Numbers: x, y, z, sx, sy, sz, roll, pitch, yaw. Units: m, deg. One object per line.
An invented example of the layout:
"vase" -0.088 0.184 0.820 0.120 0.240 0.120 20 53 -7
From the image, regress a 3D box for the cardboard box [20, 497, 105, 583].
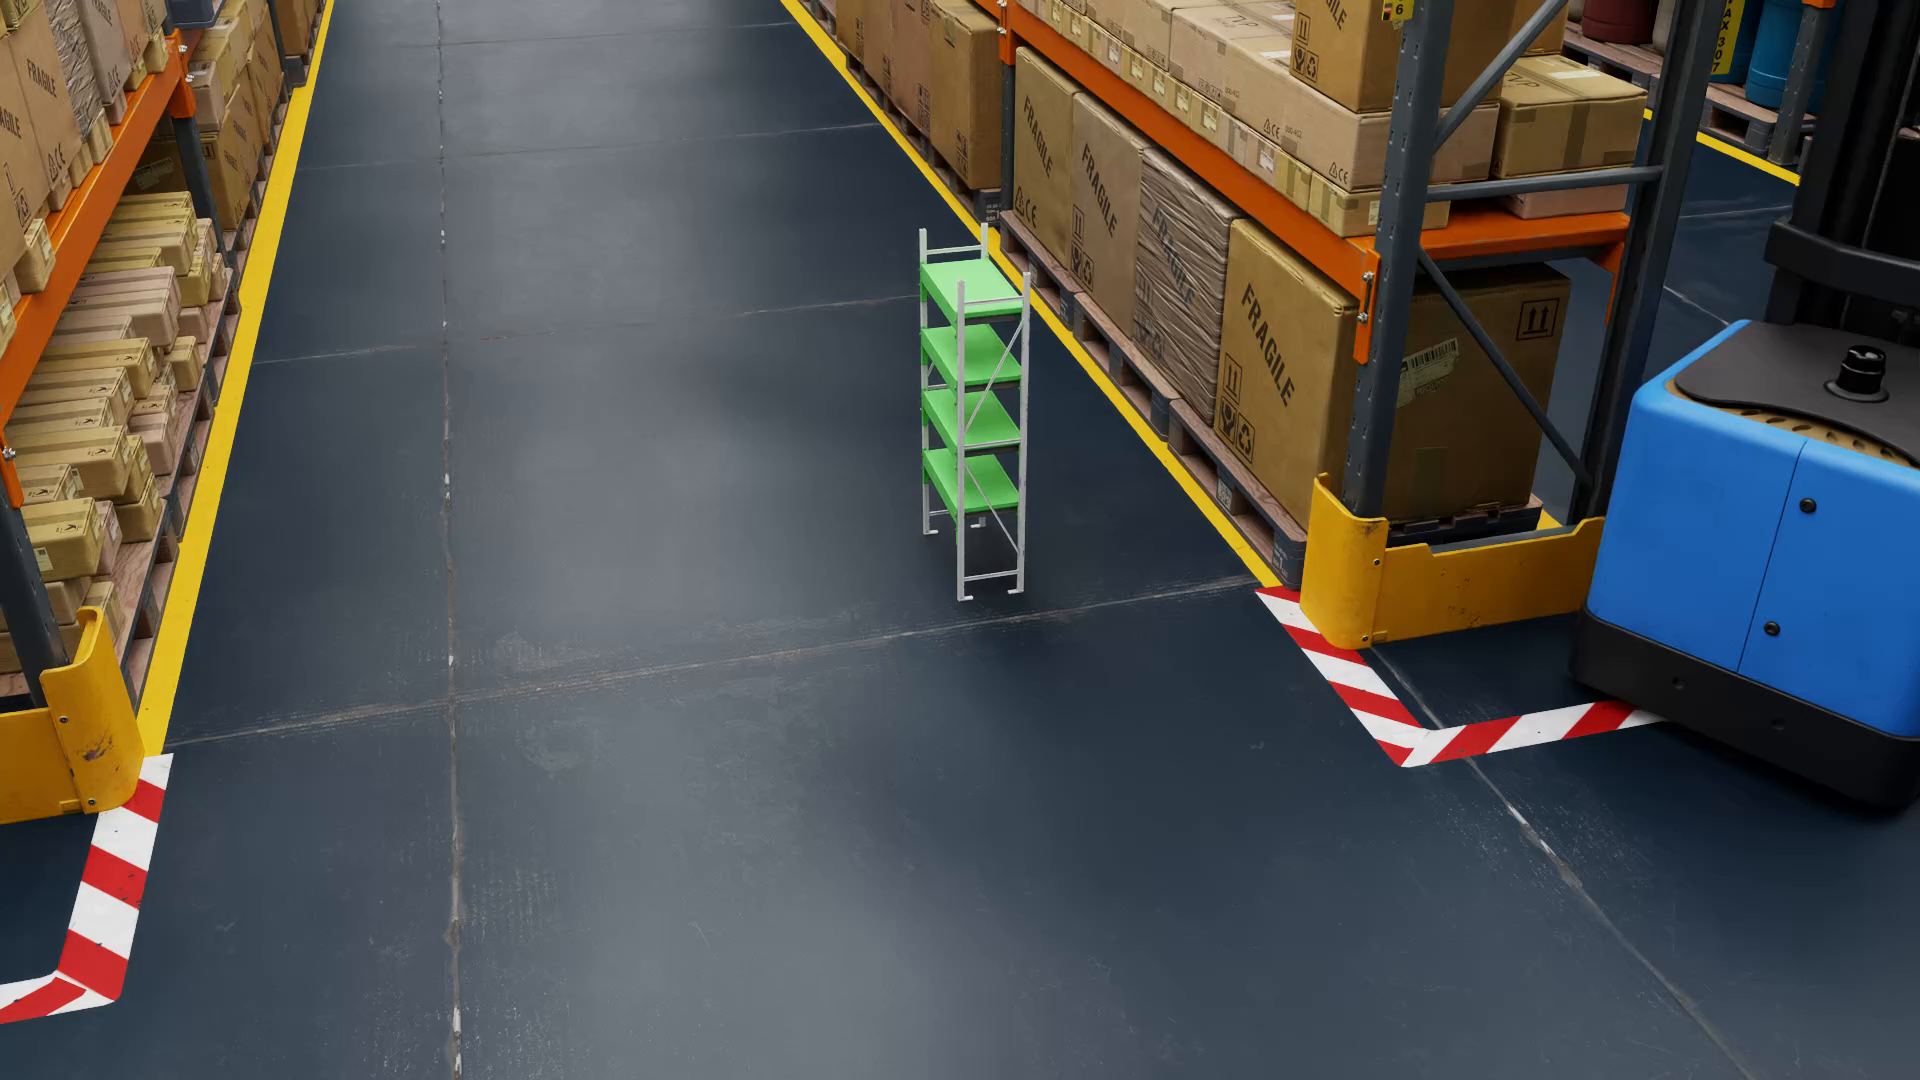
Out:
"cardboard box" -2.840 0.016 5.061 0.380 0.149 0.250 -9 31 -16

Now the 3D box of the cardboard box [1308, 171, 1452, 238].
"cardboard box" 1.369 -1.111 5.426 0.380 0.149 0.250 -7 31 -12

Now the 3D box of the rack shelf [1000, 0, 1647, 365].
"rack shelf" 1.250 -1.746 6.990 1.077 0.370 4.000 -8 31 -13

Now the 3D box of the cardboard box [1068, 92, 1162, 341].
"cardboard box" 1.056 -1.521 7.586 0.875 0.875 0.875 -8 31 -13

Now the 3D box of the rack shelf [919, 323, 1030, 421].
"rack shelf" 0.044 -0.592 5.723 0.258 0.148 0.480 -8 31 -13

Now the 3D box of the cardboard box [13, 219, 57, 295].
"cardboard box" -2.926 -0.827 4.934 0.380 0.149 0.250 -9 31 -15

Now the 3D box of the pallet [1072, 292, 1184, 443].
"pallet" 1.173 -0.848 7.505 1.003 0.211 1.213 -8 31 -13

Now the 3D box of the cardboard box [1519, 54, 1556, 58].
"cardboard box" 1.769 -1.673 5.999 0.500 0.250 0.500 -8 31 -14

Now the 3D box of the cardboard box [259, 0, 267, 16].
"cardboard box" -4.717 -3.474 10.584 0.500 0.250 0.500 -9 31 -14

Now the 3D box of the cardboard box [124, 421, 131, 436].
"cardboard box" -3.214 -0.345 5.981 0.380 0.149 0.250 -9 31 -16

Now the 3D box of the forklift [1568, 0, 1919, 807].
"forklift" 3.355 -1.142 5.297 1.130 2.935 3.031 26 39 37

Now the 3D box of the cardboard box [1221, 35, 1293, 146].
"cardboard box" 1.262 -1.599 5.871 0.500 0.250 0.500 -8 31 -14

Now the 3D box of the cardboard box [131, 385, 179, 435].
"cardboard box" -3.282 -0.470 6.494 0.380 0.149 0.250 -8 31 -13

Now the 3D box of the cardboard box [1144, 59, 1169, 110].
"cardboard box" 0.963 -1.849 6.701 0.380 0.149 0.250 -7 31 -12

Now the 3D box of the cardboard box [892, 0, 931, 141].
"cardboard box" 0.292 -3.023 10.181 1.225 0.875 0.875 -9 31 -15

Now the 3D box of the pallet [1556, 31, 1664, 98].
"pallet" 5.002 -3.444 11.989 1.003 0.211 1.213 -8 31 -13

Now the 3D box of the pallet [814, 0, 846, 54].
"pallet" -0.549 -4.126 13.168 1.003 0.211 1.213 -8 31 -13

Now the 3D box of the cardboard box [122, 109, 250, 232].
"cardboard box" -4.030 -1.905 8.623 0.500 0.500 0.500 -7 31 -11

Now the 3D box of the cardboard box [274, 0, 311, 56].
"cardboard box" -5.227 -3.859 11.749 1.050 0.750 0.750 -8 31 -14

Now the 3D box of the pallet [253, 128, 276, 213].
"pallet" -4.625 -2.172 9.792 1.003 0.211 1.213 -8 31 -13

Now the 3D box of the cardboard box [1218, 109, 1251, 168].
"cardboard box" 1.167 -1.479 6.062 0.380 0.149 0.250 -7 31 -12

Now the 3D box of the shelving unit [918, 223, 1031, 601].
"shelving unit" 0.044 -0.439 5.811 0.258 1.200 0.503 -8 31 -13

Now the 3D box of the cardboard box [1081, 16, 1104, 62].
"cardboard box" 0.757 -2.223 7.347 0.380 0.149 0.250 -8 31 -14

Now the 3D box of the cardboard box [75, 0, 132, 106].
"cardboard box" -3.422 -1.897 6.137 0.500 0.500 0.500 -8 31 -14

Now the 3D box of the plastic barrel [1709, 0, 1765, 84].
"plastic barrel" 5.178 -3.563 11.086 0.600 0.901 0.708 -8 31 -13

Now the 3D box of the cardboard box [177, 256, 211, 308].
"cardboard box" -3.528 -1.123 7.326 0.380 0.149 0.250 -9 31 -15

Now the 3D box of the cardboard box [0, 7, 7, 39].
"cardboard box" -3.032 -1.581 4.591 0.500 0.500 0.500 -7 31 -12

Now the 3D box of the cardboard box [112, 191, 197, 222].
"cardboard box" -3.745 -1.481 7.647 0.380 0.149 0.250 -7 31 -12

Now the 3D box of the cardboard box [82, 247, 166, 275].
"cardboard box" -3.572 -1.108 7.002 0.380 0.149 0.250 -7 31 -12

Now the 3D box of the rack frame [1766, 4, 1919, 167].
"rack frame" 5.494 -3.682 9.617 1.000 3.000 0.127 -8 31 -13

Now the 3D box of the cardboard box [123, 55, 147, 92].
"cardboard box" -3.602 -1.950 6.876 0.380 0.149 0.250 -7 31 -11

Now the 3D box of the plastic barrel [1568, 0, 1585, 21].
"plastic barrel" 4.815 -4.224 12.618 0.421 0.512 0.421 0 30 0

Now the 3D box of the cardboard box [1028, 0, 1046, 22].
"cardboard box" 0.546 -2.601 8.000 0.380 0.149 0.250 -9 31 -15

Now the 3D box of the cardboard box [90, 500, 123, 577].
"cardboard box" -2.938 0.016 5.358 0.380 0.149 0.250 -8 31 -14

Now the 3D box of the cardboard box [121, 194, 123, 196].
"cardboard box" -4.529 -1.837 8.505 0.500 0.500 0.500 -8 31 -14

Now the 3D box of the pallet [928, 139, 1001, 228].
"pallet" 0.441 -2.179 9.804 1.003 0.211 1.213 -8 31 -13

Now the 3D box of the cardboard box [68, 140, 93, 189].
"cardboard box" -3.261 -1.319 5.785 0.380 0.149 0.250 -7 31 -11

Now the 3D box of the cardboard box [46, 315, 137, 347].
"cardboard box" -3.367 -0.726 6.343 0.380 0.149 0.250 -8 31 -13

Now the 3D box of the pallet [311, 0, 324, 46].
"pallet" -5.609 -4.117 13.152 1.003 0.211 1.213 -8 31 -13

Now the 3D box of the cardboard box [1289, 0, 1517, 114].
"cardboard box" 1.398 -1.680 5.263 0.500 0.500 0.500 -7 31 -13

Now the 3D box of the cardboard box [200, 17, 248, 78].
"cardboard box" -4.306 -2.733 9.305 0.500 0.250 0.500 -7 31 -11

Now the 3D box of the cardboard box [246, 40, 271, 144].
"cardboard box" -4.435 -2.657 9.922 0.500 0.500 0.500 -9 31 -16

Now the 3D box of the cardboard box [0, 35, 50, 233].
"cardboard box" -3.048 -1.161 4.866 0.500 0.500 0.500 -8 31 -13

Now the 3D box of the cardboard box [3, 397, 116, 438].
"cardboard box" -3.118 -0.349 5.691 0.380 0.149 0.250 -9 31 -16

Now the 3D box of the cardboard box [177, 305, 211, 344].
"cardboard box" -3.537 -0.961 7.342 0.380 0.149 0.250 -9 31 -15

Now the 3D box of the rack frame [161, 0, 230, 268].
"rack frame" -4.090 -2.413 7.424 1.000 3.000 0.127 -8 31 -13

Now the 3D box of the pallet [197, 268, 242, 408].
"pallet" -3.878 -0.886 7.570 1.003 0.211 1.213 -8 31 -13

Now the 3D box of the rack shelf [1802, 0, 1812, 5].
"rack shelf" 4.963 -4.337 11.466 1.077 0.370 4.000 -8 31 -13

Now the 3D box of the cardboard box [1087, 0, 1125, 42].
"cardboard box" 0.861 -2.335 7.143 0.500 0.250 0.500 -7 31 -12

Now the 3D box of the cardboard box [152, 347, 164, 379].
"cardboard box" -3.418 -0.737 6.658 0.380 0.149 0.250 -9 31 -16

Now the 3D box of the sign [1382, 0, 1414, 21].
"sign" 1.254 -1.630 4.679 0.100 0.325 0.005 -8 31 -13

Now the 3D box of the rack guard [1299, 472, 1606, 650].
"rack guard" 1.787 0.002 5.747 1.175 0.500 0.348 -8 31 -13

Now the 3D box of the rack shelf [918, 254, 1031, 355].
"rack shelf" 0.044 -0.799 5.603 0.258 0.148 0.480 -8 31 -13
